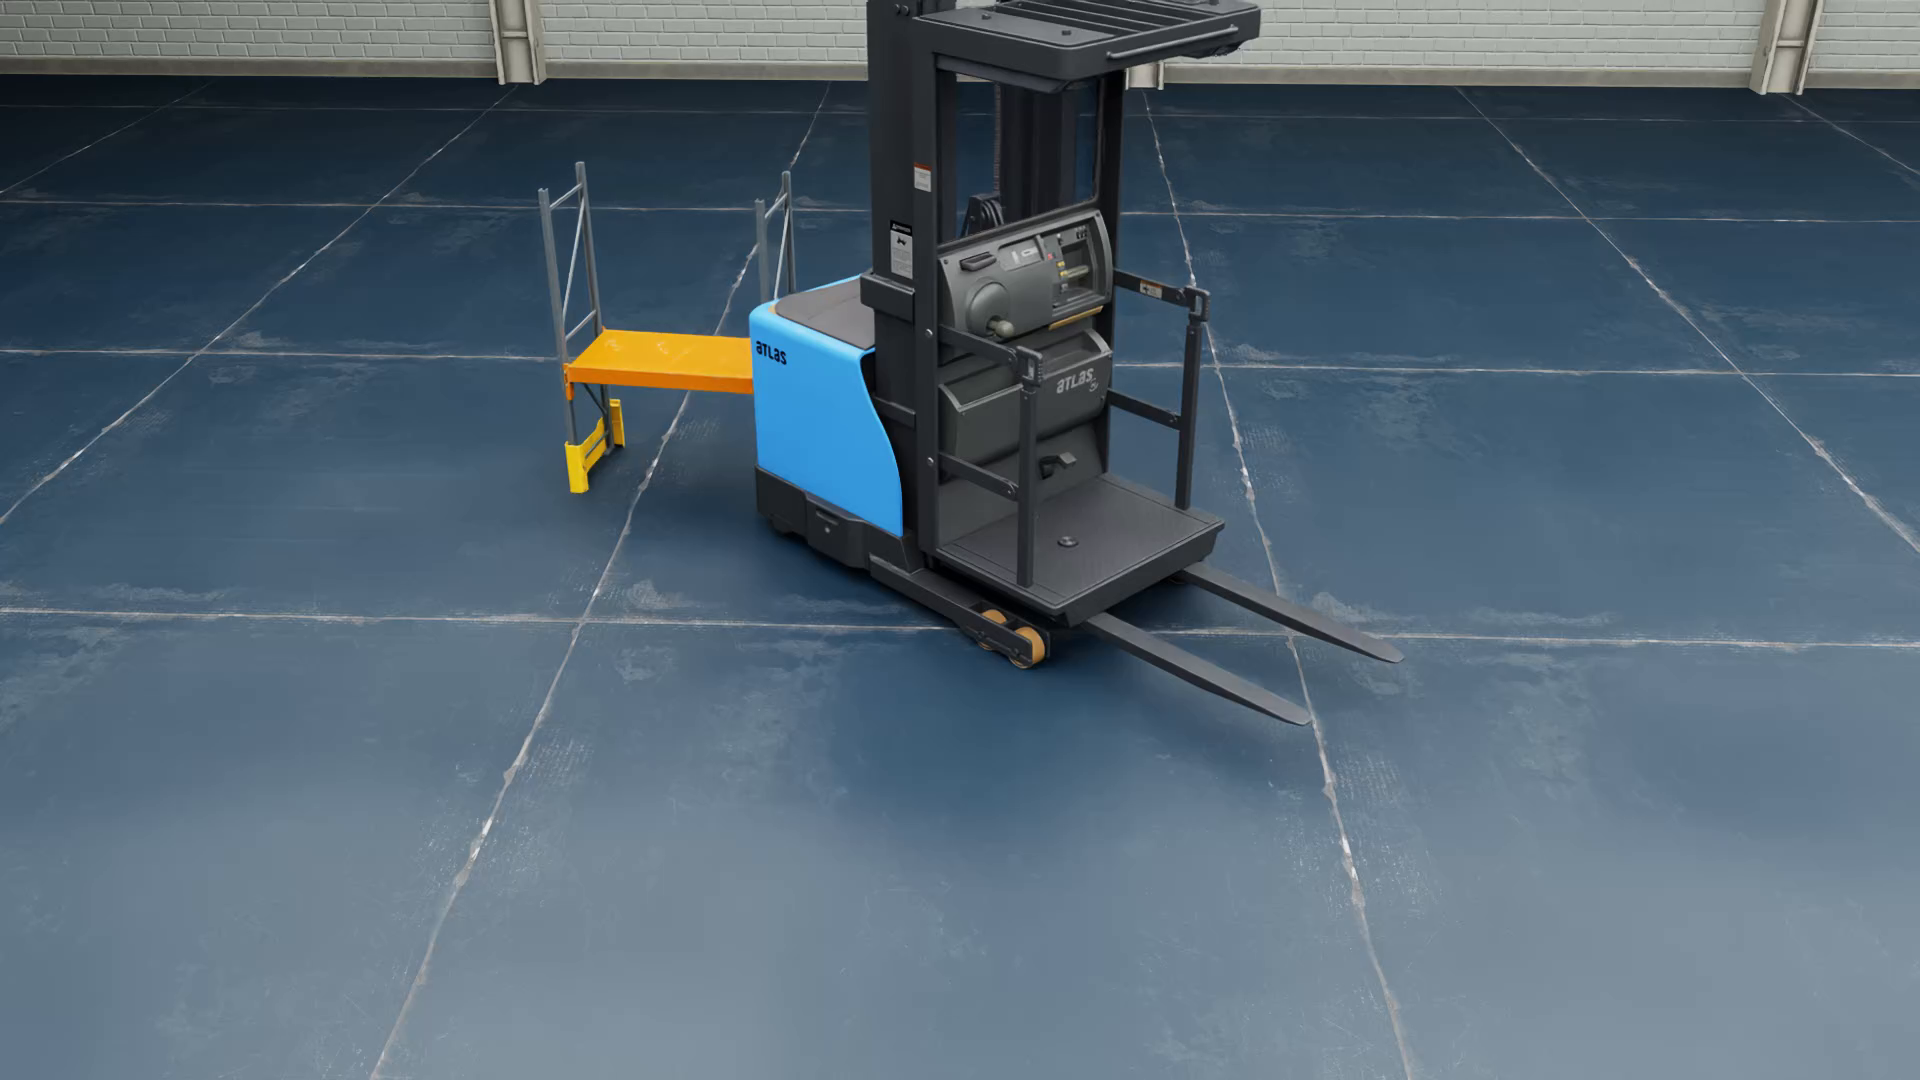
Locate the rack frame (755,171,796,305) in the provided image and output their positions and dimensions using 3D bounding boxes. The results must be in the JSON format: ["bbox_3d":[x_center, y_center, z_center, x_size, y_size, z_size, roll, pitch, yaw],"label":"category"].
[{"bbox_3d":[-0.853,-0.955,7.949,0.032,1.500,0.500,5,28,8],"label":"rack frame"}]

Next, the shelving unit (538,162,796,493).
[{"bbox_3d":[-1.346,-0.994,8.023,1.083,1.500,0.587,5,28,8],"label":"shelving unit"}]

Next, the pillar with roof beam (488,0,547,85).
[{"bbox_3d":[-4.401,-6.429,10.271,0.400,9.000,9.100,1,28,2],"label":"pillar with roof beam"}]

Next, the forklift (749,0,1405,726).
[{"bbox_3d":[0.428,-1.046,6.593,1.130,2.935,3.031,-24,36,-38],"label":"forklift"}]

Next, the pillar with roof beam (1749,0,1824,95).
[{"bbox_3d":[7.592,-6.231,9.897,0.400,9.000,9.100,1,28,2],"label":"pillar with roof beam"}]

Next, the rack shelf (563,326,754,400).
[{"bbox_3d":[-1.355,-0.835,8.109,1.000,0.185,0.538,5,28,8],"label":"rack shelf"}]

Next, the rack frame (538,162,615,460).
[{"bbox_3d":[-1.856,-1.034,8.100,0.032,1.500,0.500,5,28,8],"label":"rack frame"}]

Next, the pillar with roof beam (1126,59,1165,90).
[{"bbox_3d":[1.595,-6.330,10.084,0.400,9.000,9.100,1,28,2],"label":"pillar with roof beam"}]

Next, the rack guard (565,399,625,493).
[{"bbox_3d":[-1.837,-0.480,8.389,0.087,0.250,0.587,5,28,8],"label":"rack guard"}]
